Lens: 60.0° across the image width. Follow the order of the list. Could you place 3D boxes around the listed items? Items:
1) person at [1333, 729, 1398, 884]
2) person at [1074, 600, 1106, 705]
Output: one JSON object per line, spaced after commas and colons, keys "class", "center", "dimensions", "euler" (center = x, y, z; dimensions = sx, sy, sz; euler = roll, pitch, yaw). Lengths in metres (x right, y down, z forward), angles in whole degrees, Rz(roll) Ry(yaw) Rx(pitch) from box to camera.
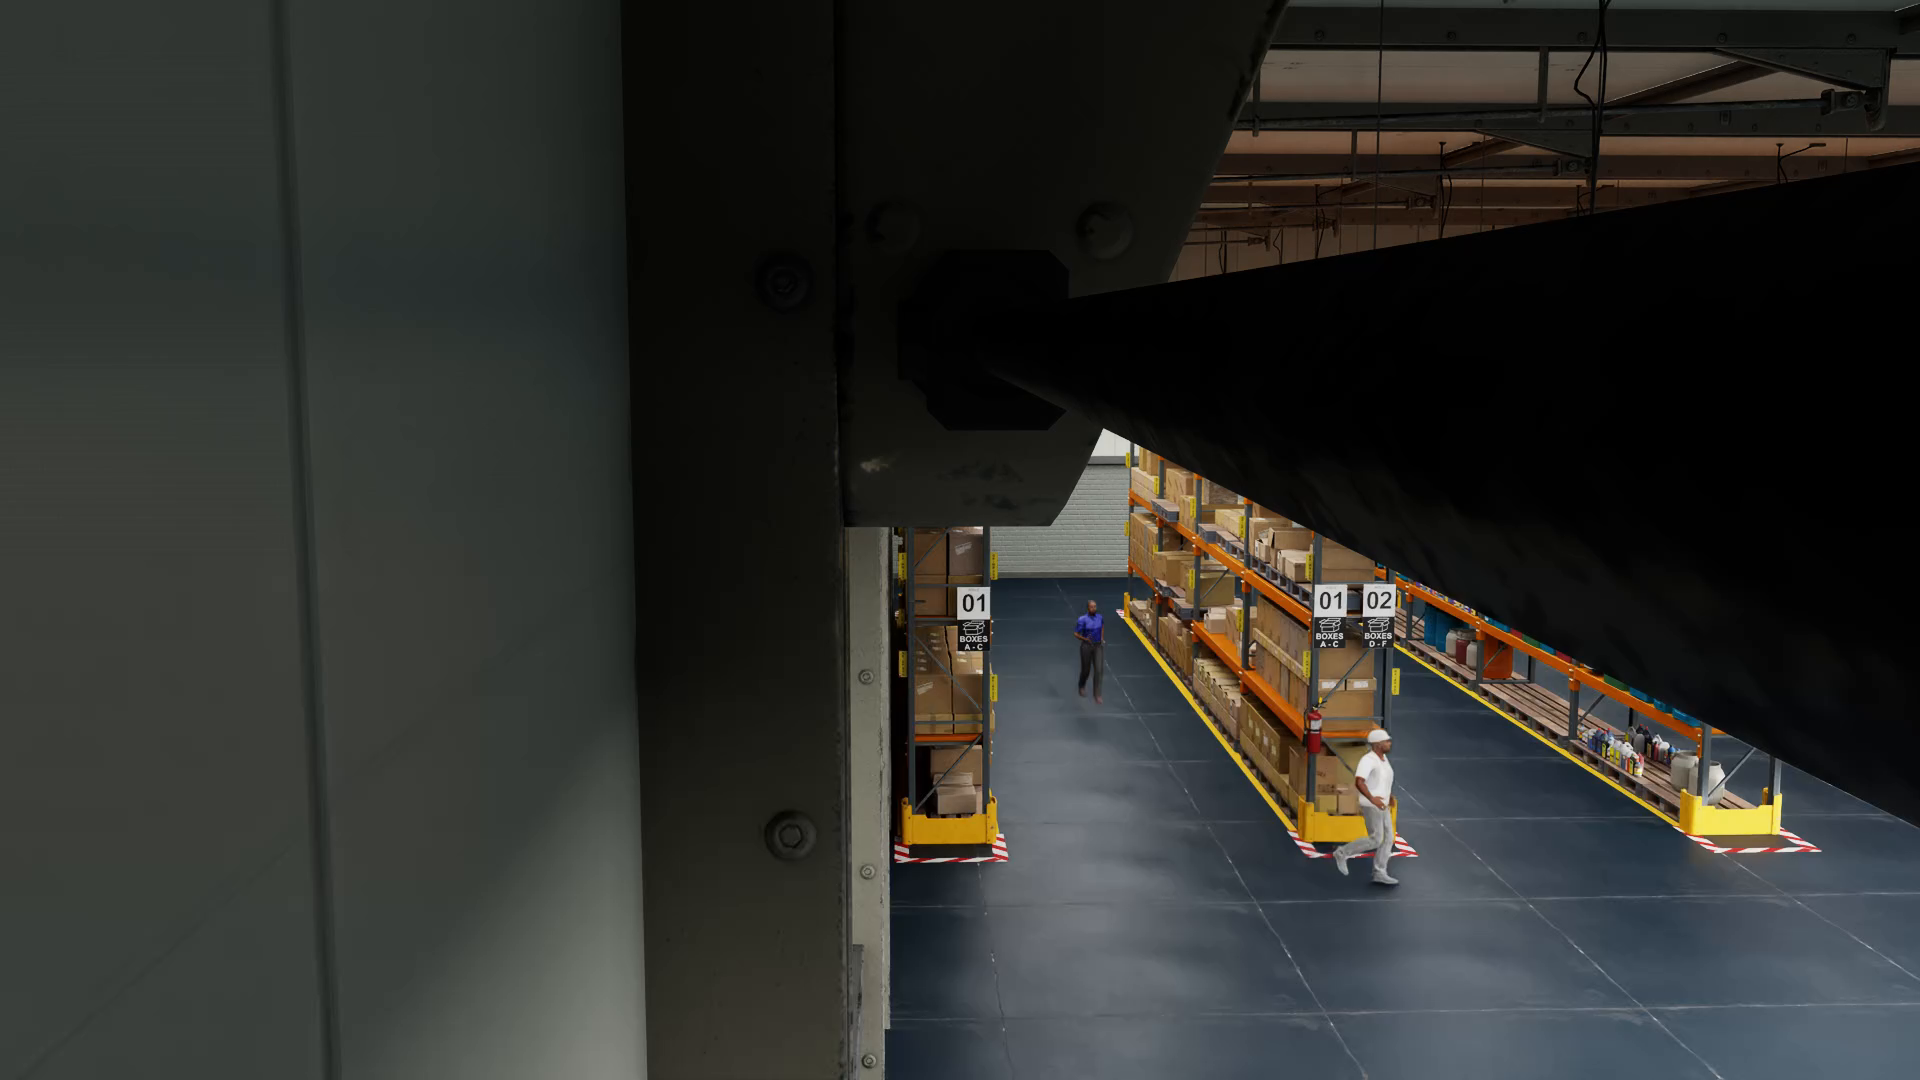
{"class": "person", "center": [4.762, 3.034, 19.162], "dimensions": [0.753, 1.727, 0.755], "euler": [4, 8, 30]}
{"class": "person", "center": [2.142, 1.794, 27.026], "dimensions": [0.580, 1.660, 0.850], "euler": [-2, 8, -16]}
